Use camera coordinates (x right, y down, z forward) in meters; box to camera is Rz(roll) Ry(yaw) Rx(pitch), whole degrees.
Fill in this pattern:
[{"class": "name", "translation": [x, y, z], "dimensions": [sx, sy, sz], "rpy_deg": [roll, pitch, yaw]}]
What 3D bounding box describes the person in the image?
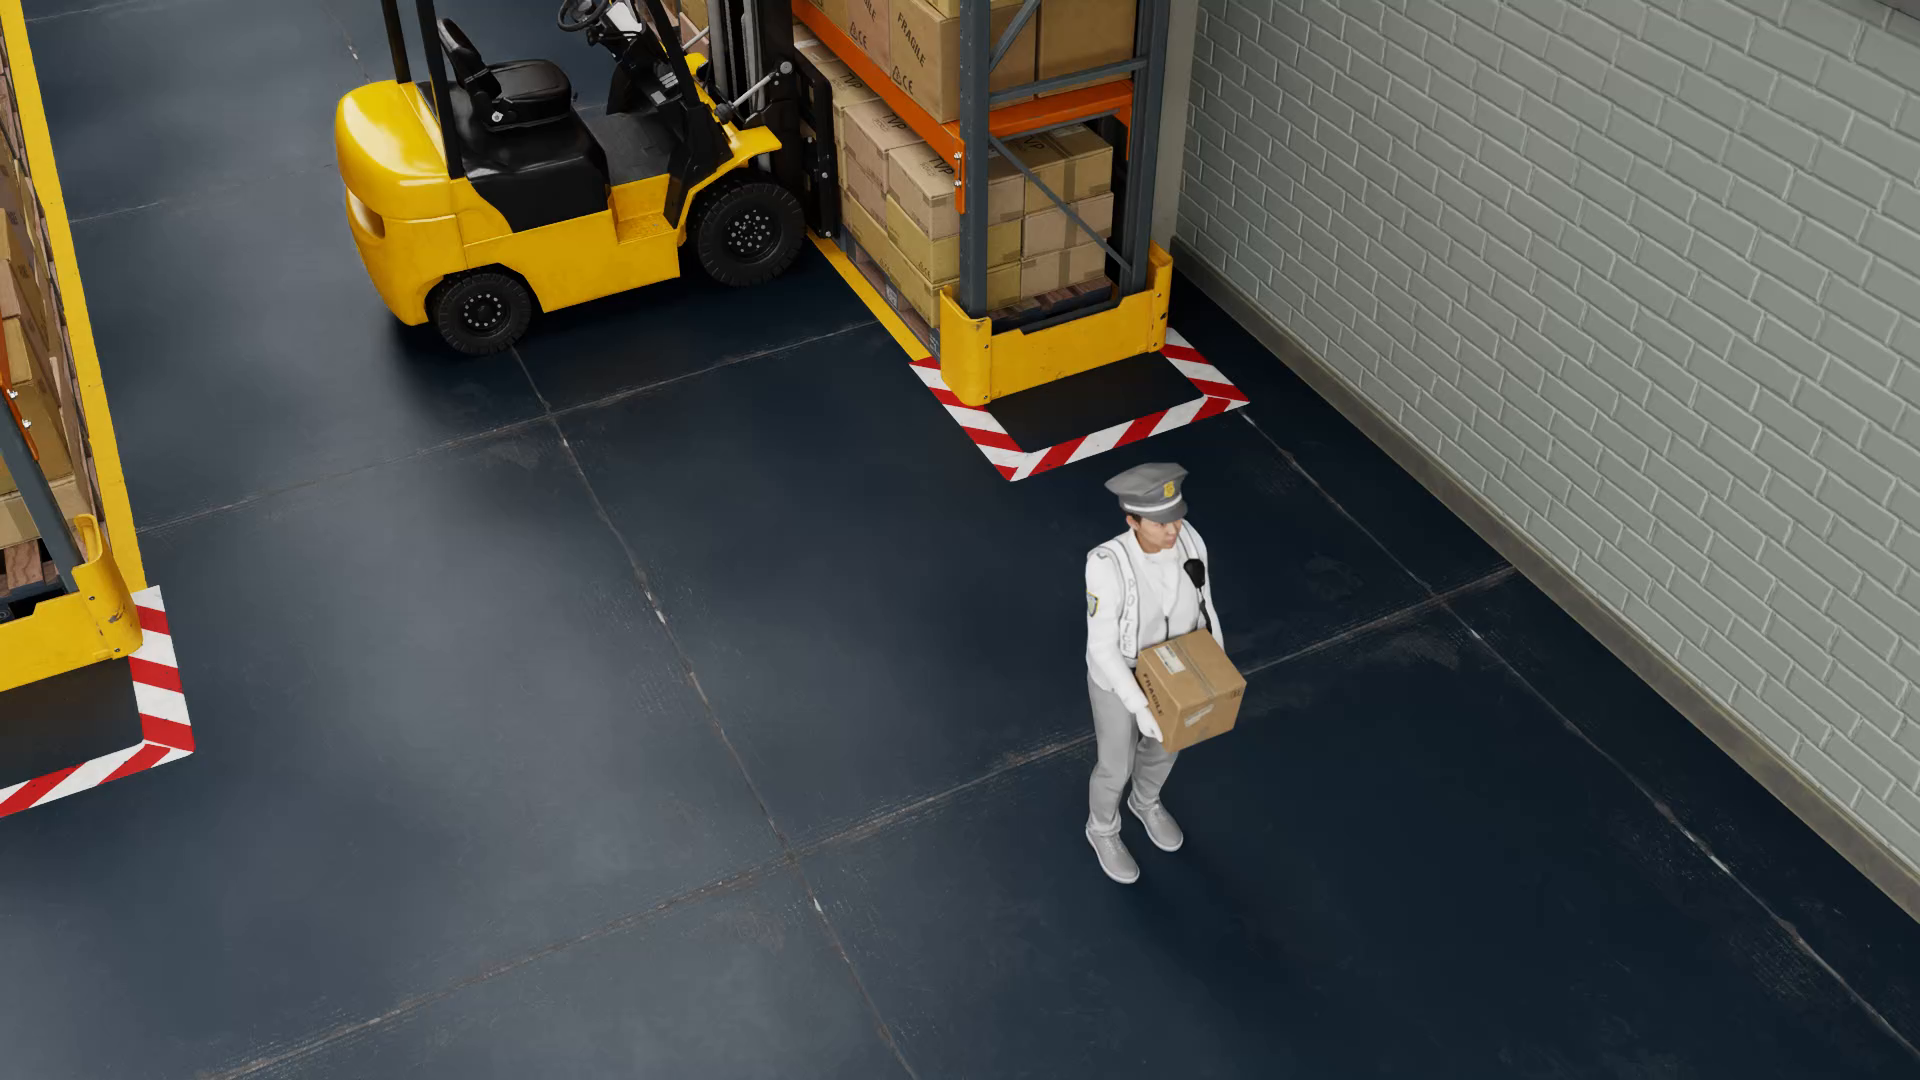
[{"class": "person", "translation": [0.642, 0.491, 5.588], "dimensions": [0.459, 1.687, 0.556], "rpy_deg": [-18, 45, -19]}]
